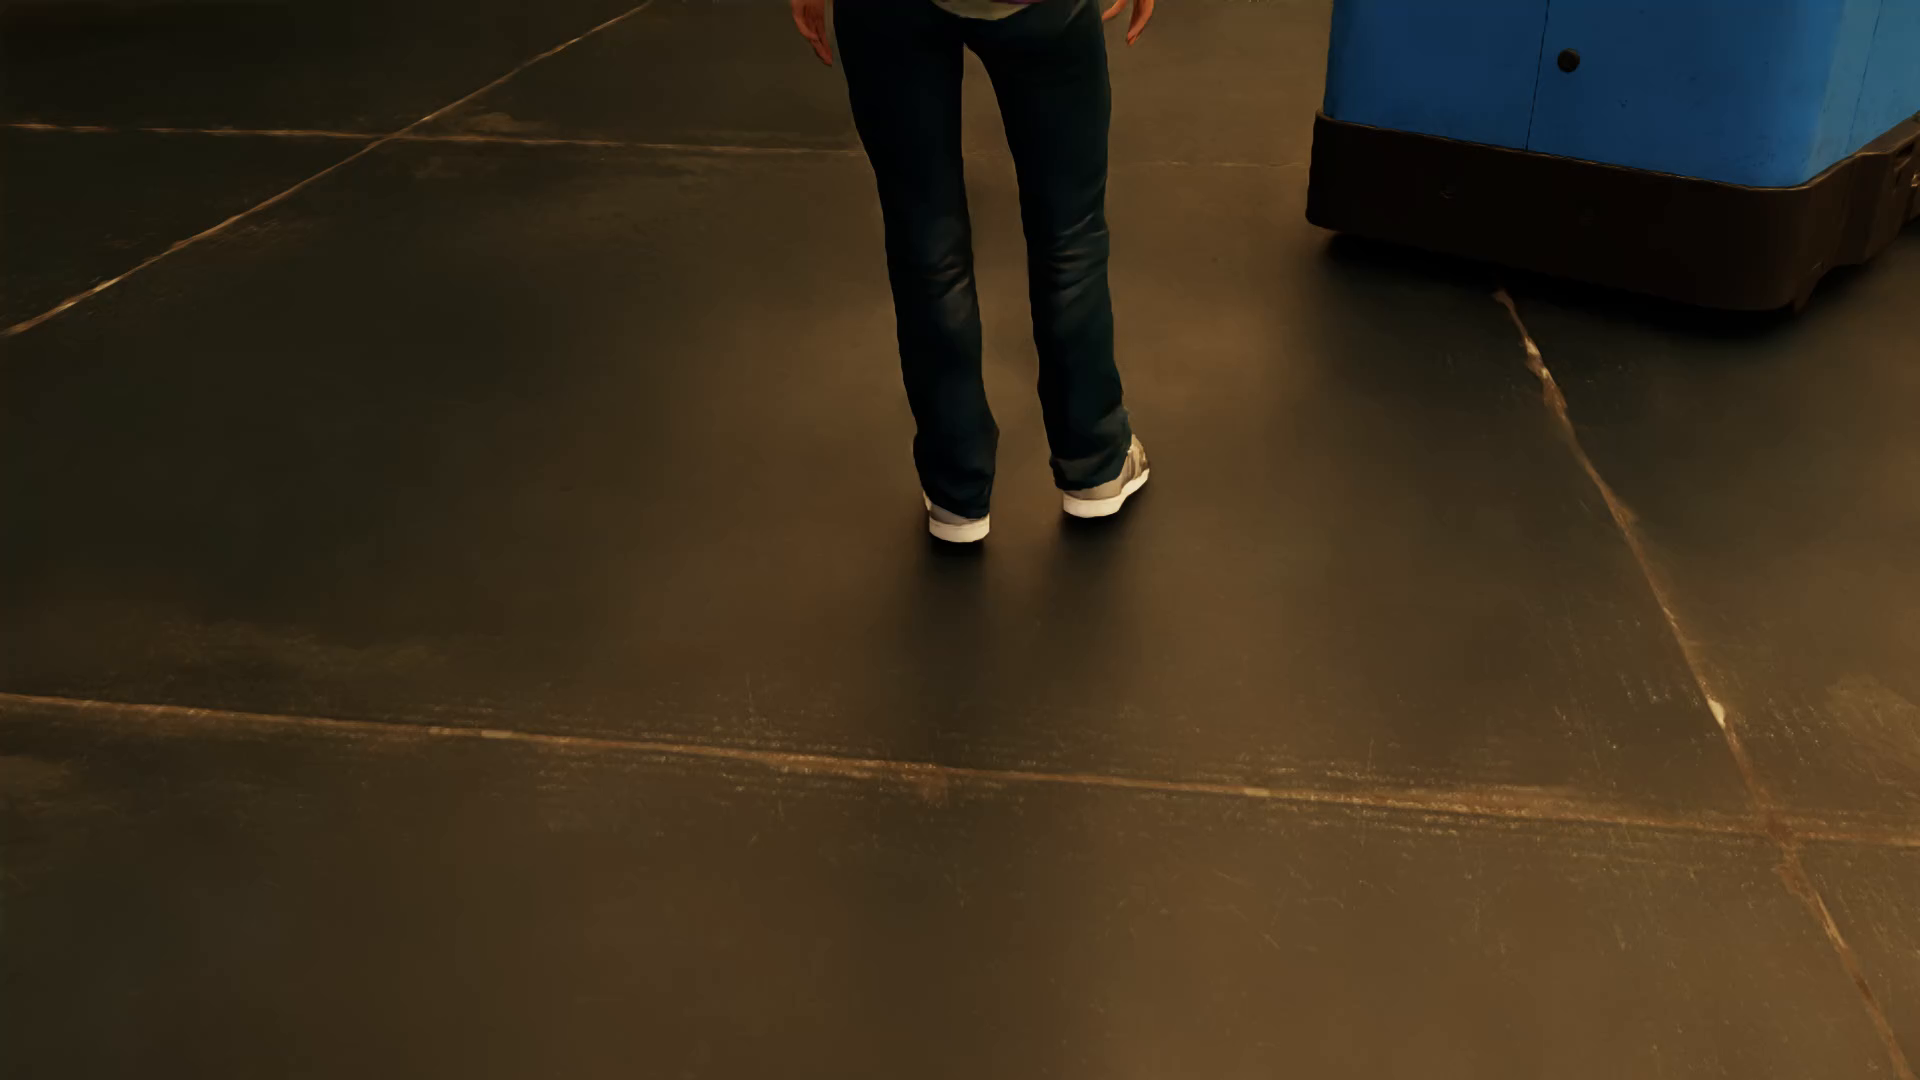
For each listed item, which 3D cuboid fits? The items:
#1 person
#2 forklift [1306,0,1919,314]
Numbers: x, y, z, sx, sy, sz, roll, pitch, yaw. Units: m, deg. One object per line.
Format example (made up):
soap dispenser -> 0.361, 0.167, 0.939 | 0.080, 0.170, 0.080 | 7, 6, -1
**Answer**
person -> 0.023, -0.753, 2.204 | 0.520, 1.597, 0.474 | 3, 27, 7
forklift -> 2.133, -2.336, 3.899 | 1.130, 2.935, 3.031 | 21, 33, 36
